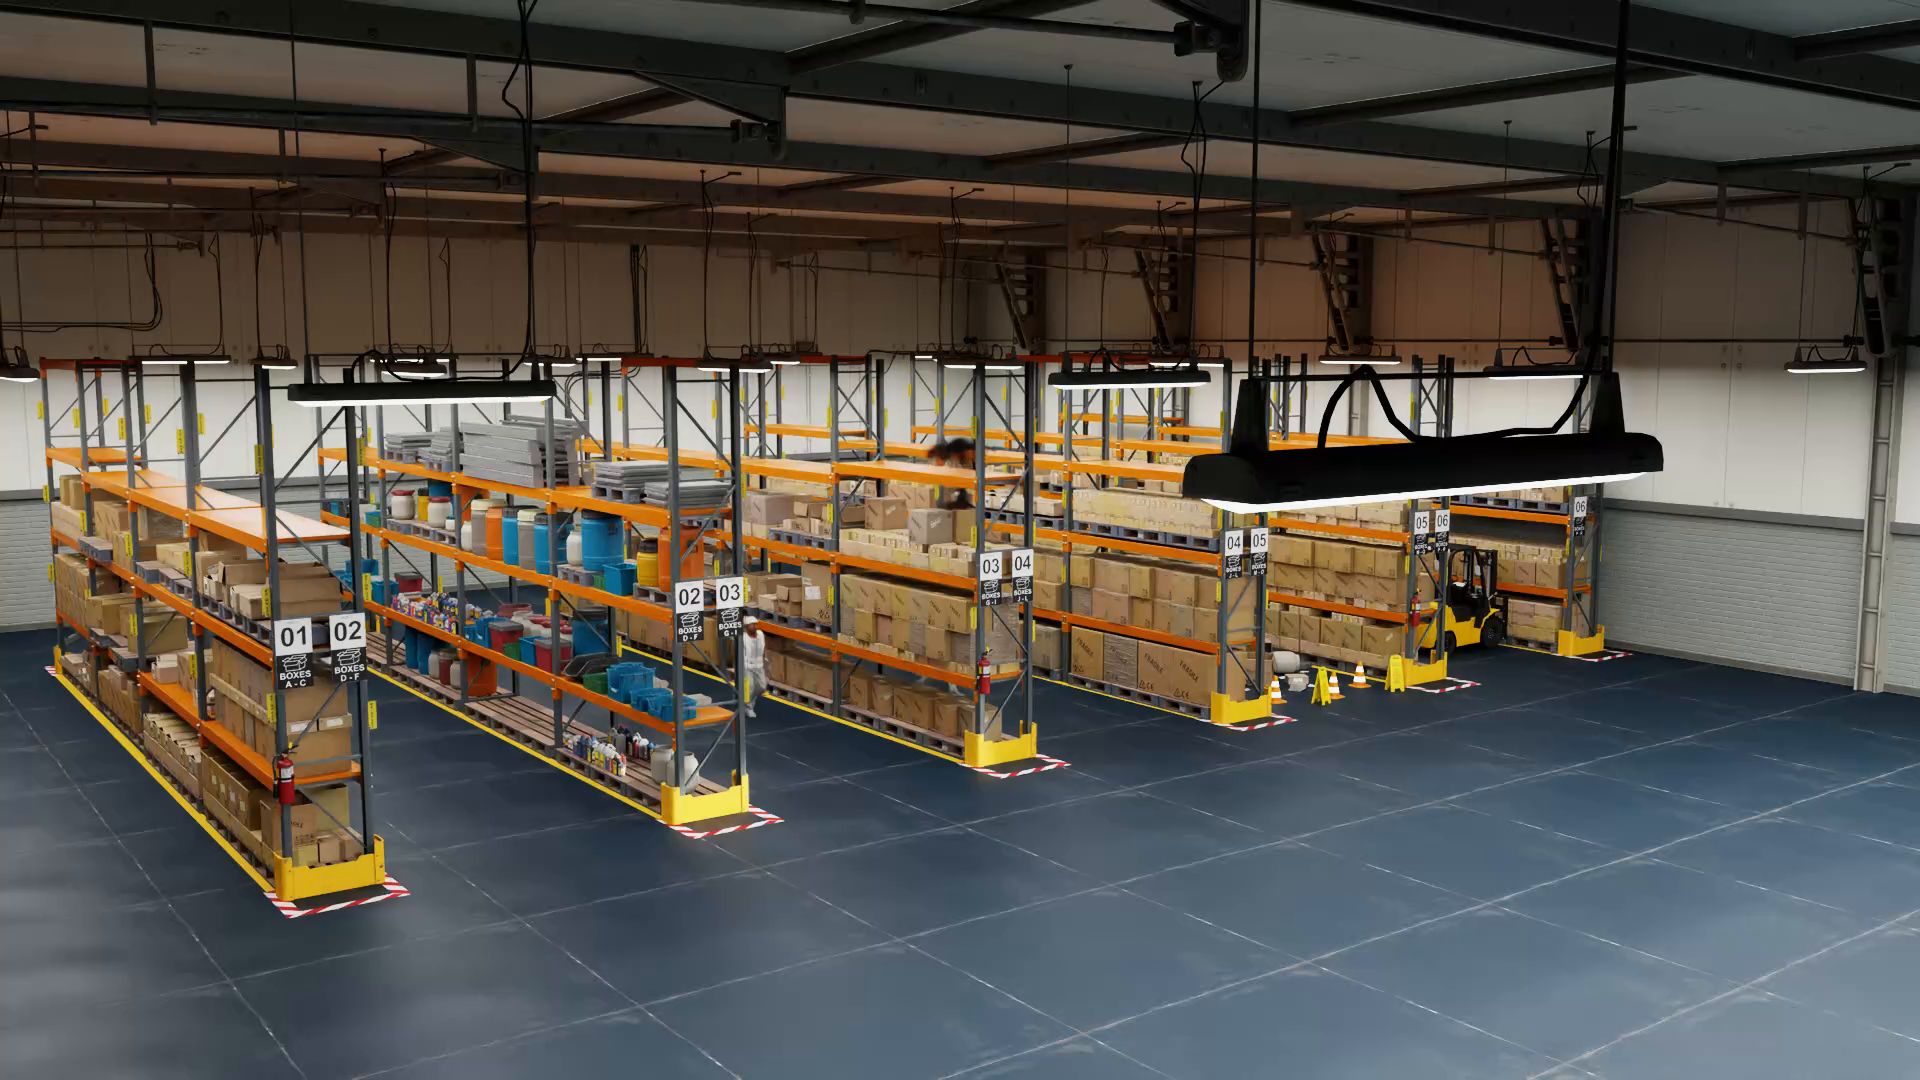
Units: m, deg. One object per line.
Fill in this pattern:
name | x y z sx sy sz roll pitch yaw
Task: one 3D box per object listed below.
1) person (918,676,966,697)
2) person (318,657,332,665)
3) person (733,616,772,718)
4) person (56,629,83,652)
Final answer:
person | -0.313 1.933 29.581 0.877 1.739 0.661 3 7 23
person | -10.159 2.245 26.670 0.696 1.782 0.641 6 9 39
person | -3.489 2.125 27.952 0.678 1.724 0.642 -5 8 -35
person | -17.513 1.534 33.112 0.922 1.694 0.551 -1 7 -6
